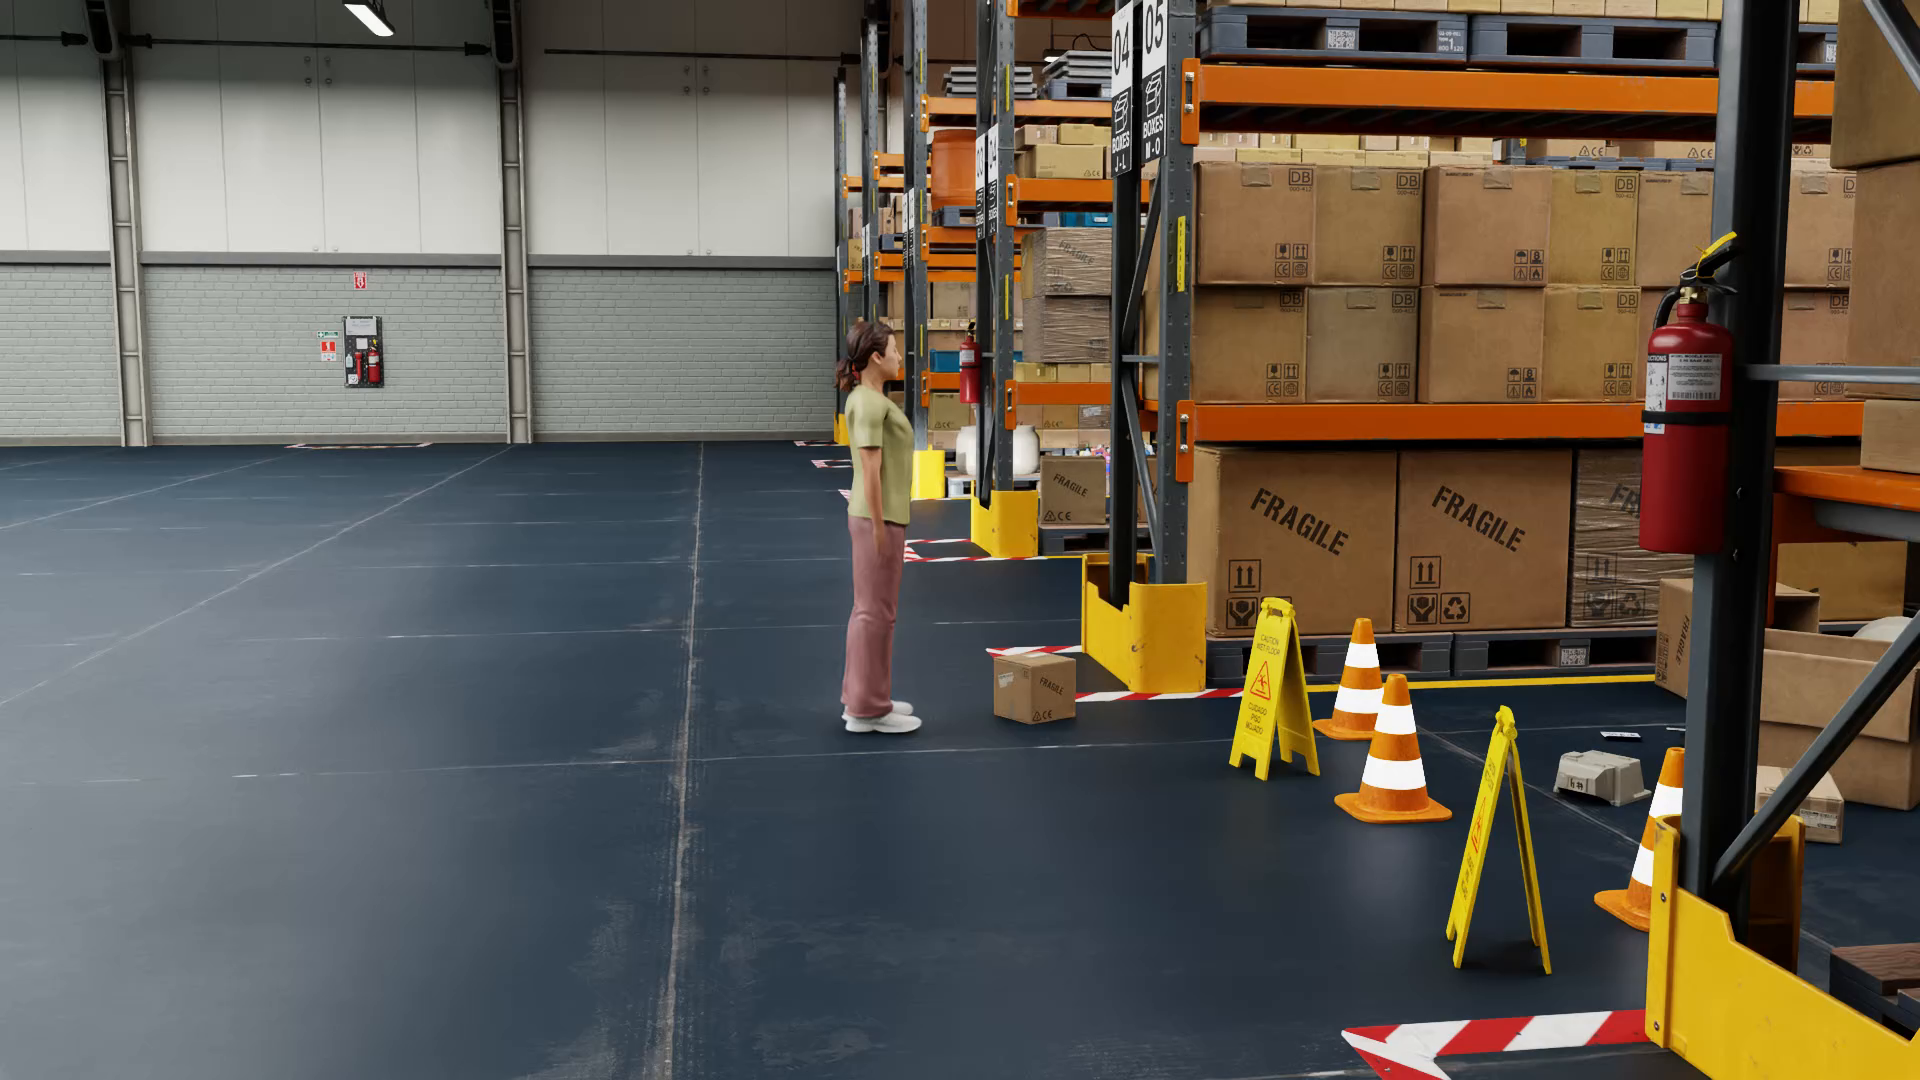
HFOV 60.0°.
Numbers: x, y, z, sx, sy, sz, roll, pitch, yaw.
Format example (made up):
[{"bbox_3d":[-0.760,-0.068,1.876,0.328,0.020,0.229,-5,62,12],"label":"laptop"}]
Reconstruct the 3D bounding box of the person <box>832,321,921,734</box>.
[{"bbox_3d":[-0.349,-0.059,6.843,0.349,1.670,0.438,-1,7,-7],"label":"person"}]
